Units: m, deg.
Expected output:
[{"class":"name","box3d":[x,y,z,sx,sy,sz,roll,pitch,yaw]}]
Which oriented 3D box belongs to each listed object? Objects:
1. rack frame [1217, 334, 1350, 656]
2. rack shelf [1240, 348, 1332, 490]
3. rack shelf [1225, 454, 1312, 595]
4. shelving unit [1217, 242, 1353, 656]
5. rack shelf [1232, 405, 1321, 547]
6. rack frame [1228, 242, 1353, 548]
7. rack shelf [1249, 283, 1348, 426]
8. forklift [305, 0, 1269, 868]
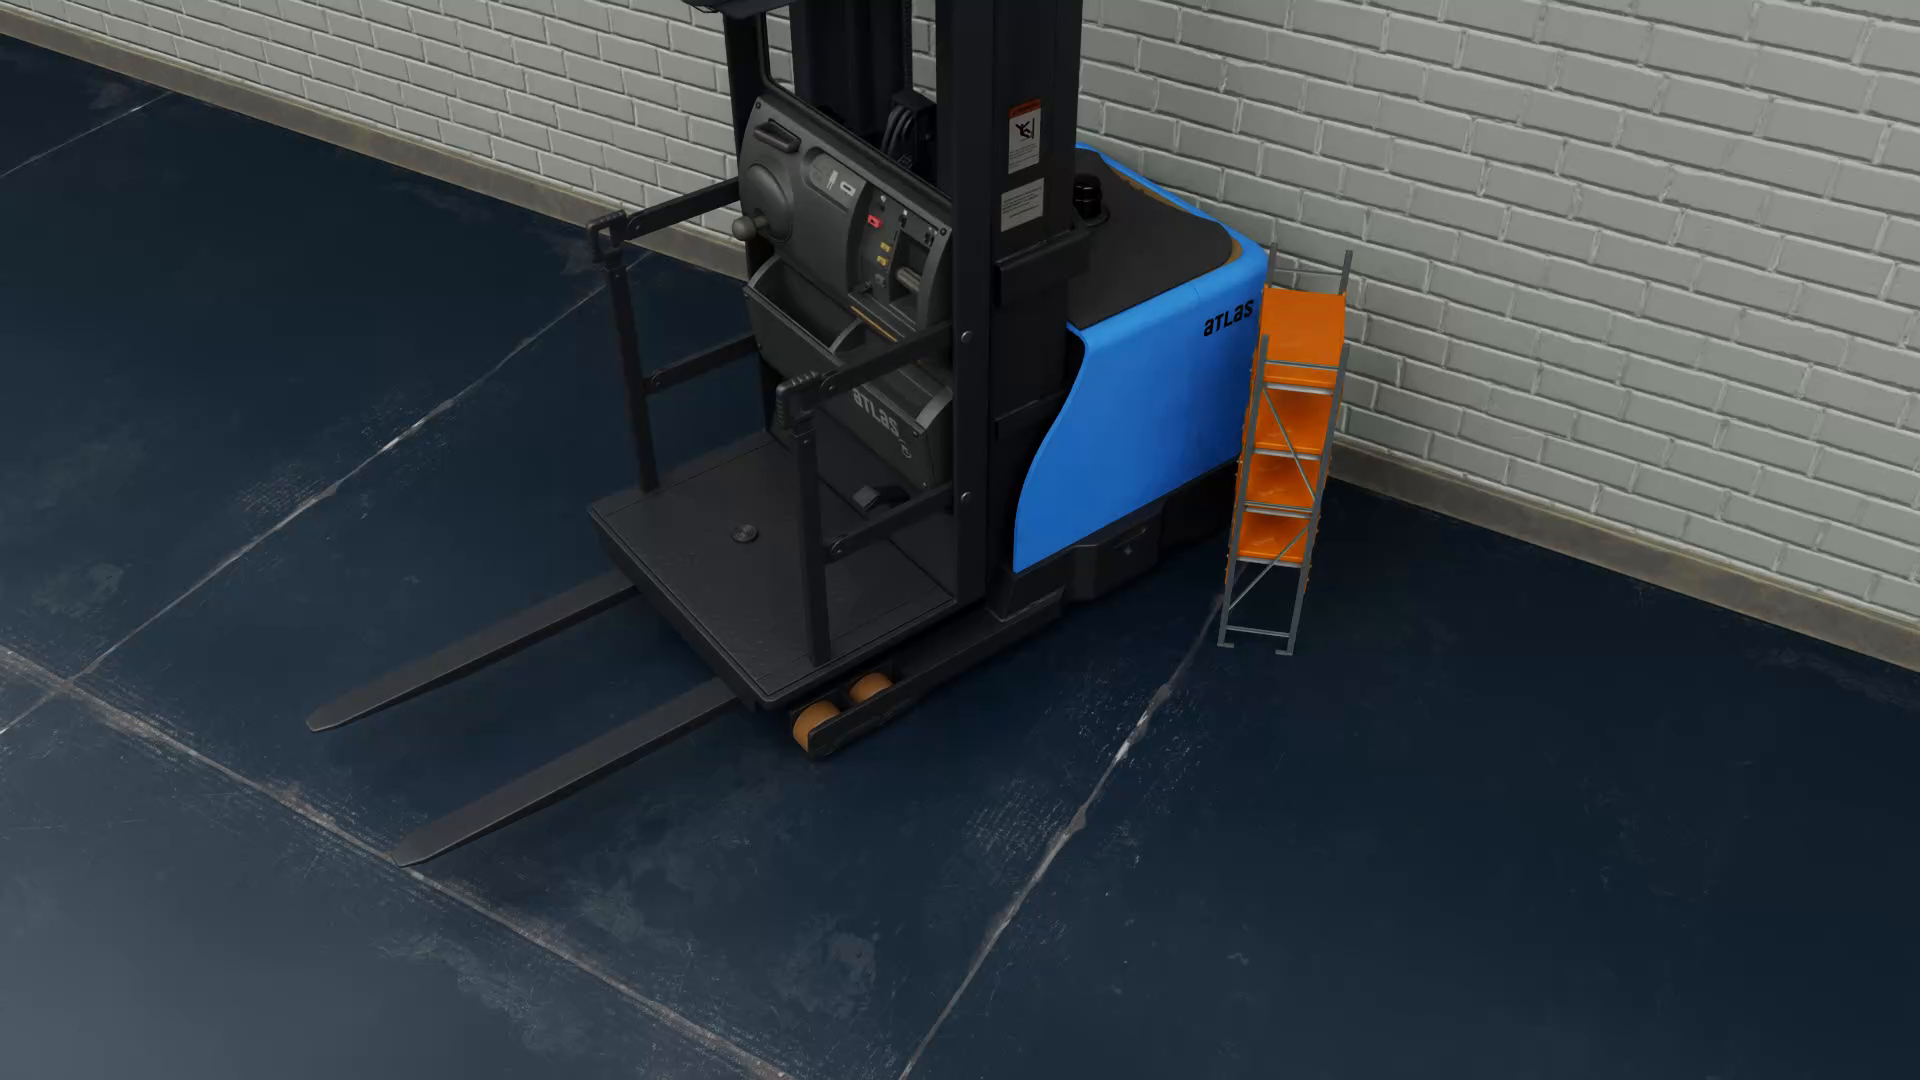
[{"class":"rack frame","box3d":[0.948,-0.097,4.953,0.240,1.200,0.015,7,42,8]},{"class":"rack shelf","box3d":[0.994,-0.373,5.029,0.258,0.148,0.480,7,42,8]},{"class":"rack shelf","box3d":[0.994,-0.056,5.308,0.258,0.148,0.480,7,42,8]},{"class":"shelving unit","box3d":[0.994,-0.256,5.133,0.258,1.200,0.503,7,42,8]},{"class":"rack shelf","box3d":[0.994,-0.205,5.177,0.258,0.148,0.480,7,42,8]},{"class":"rack frame","box3d":[1.040,-0.414,5.312,0.240,1.200,0.015,7,42,8]},{"class":"rack shelf","box3d":[0.994,-0.551,4.873,0.258,0.148,0.480,7,42,8]},{"class":"forklift","box3d":[-0.497,-0.847,4.494,3.031,2.935,1.130,-27,48,-27]}]
